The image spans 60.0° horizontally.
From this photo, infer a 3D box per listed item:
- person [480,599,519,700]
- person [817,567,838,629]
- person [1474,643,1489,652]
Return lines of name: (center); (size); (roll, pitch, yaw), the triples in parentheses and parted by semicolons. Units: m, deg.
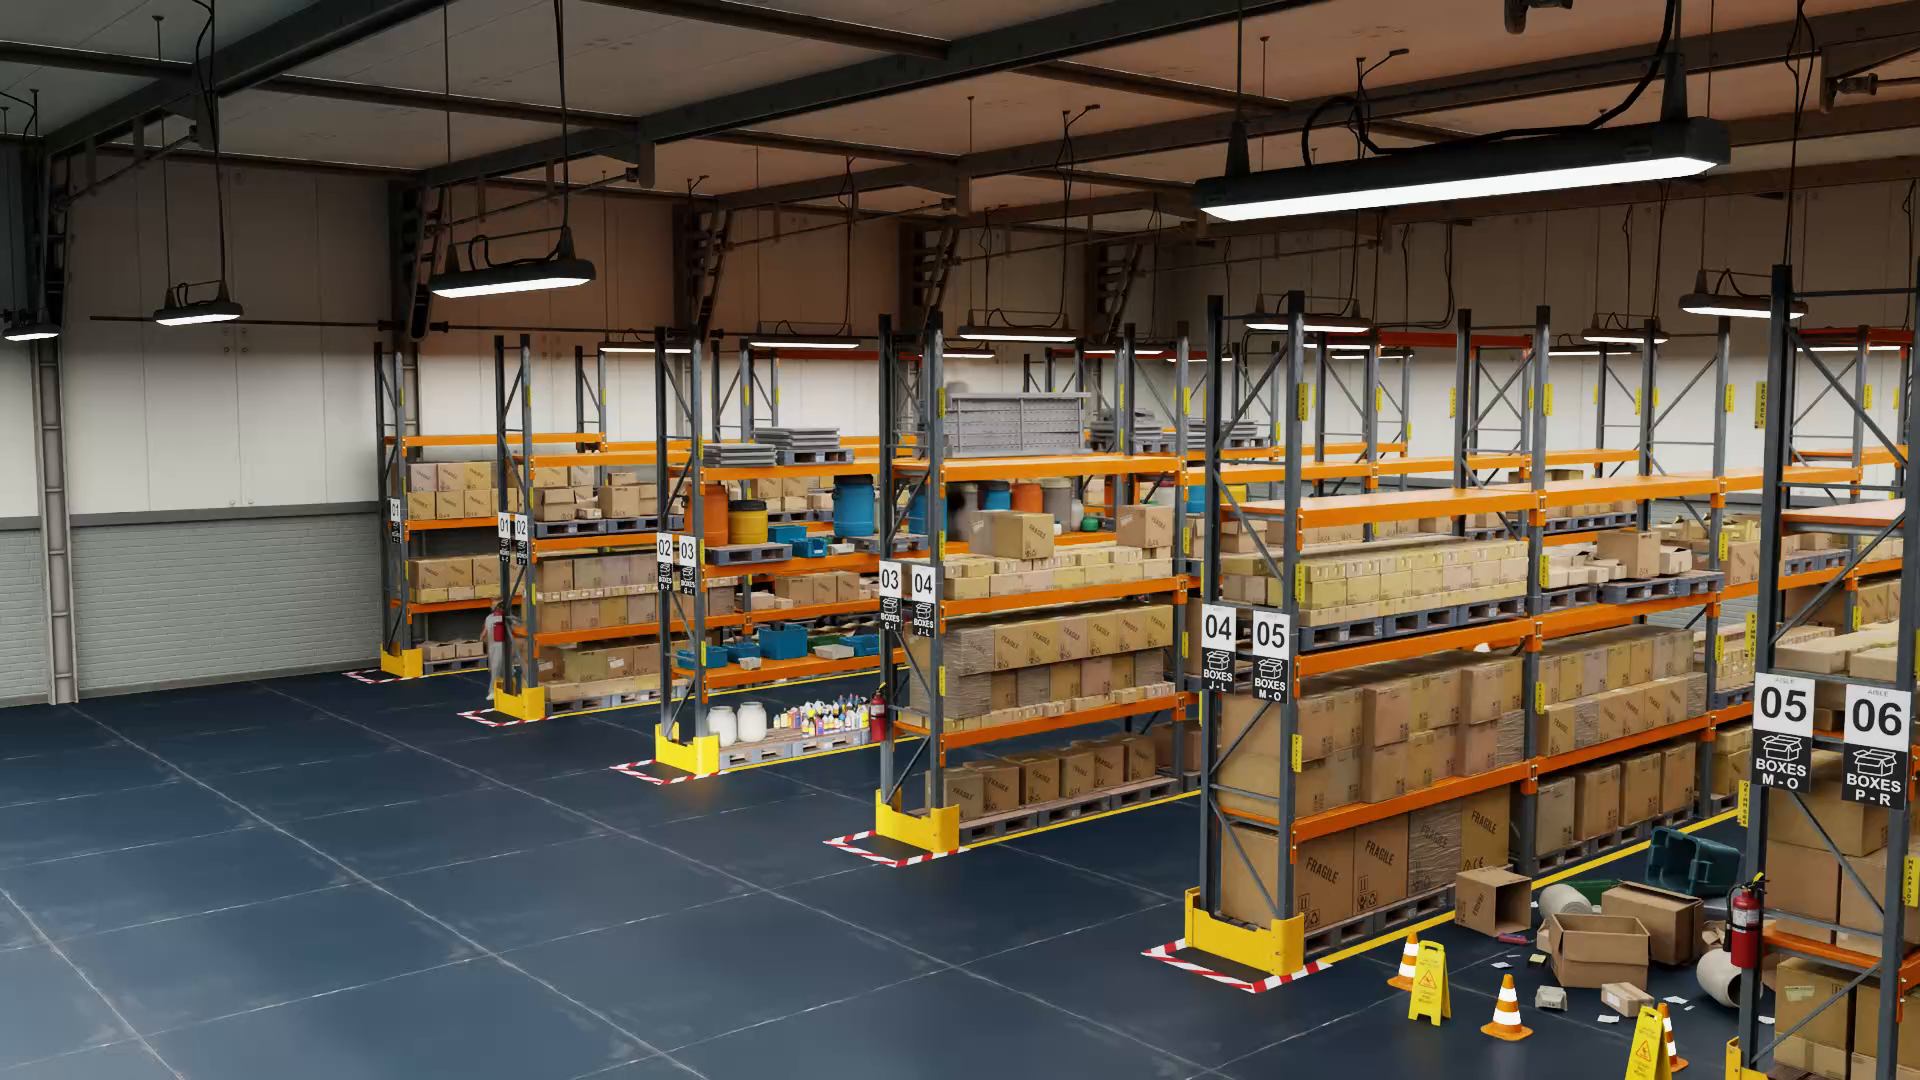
person: (-7.732, 1.815, 27.997); (0.574, 1.682, 0.852); (2, 6, 19)
person: (-2.625, 1.340, 33.233); (0.506, 1.592, 0.662); (3, 6, 33)
person: (7.360, 2.243, 22.956); (0.677, 1.729, 1.022); (5, 7, 42)
